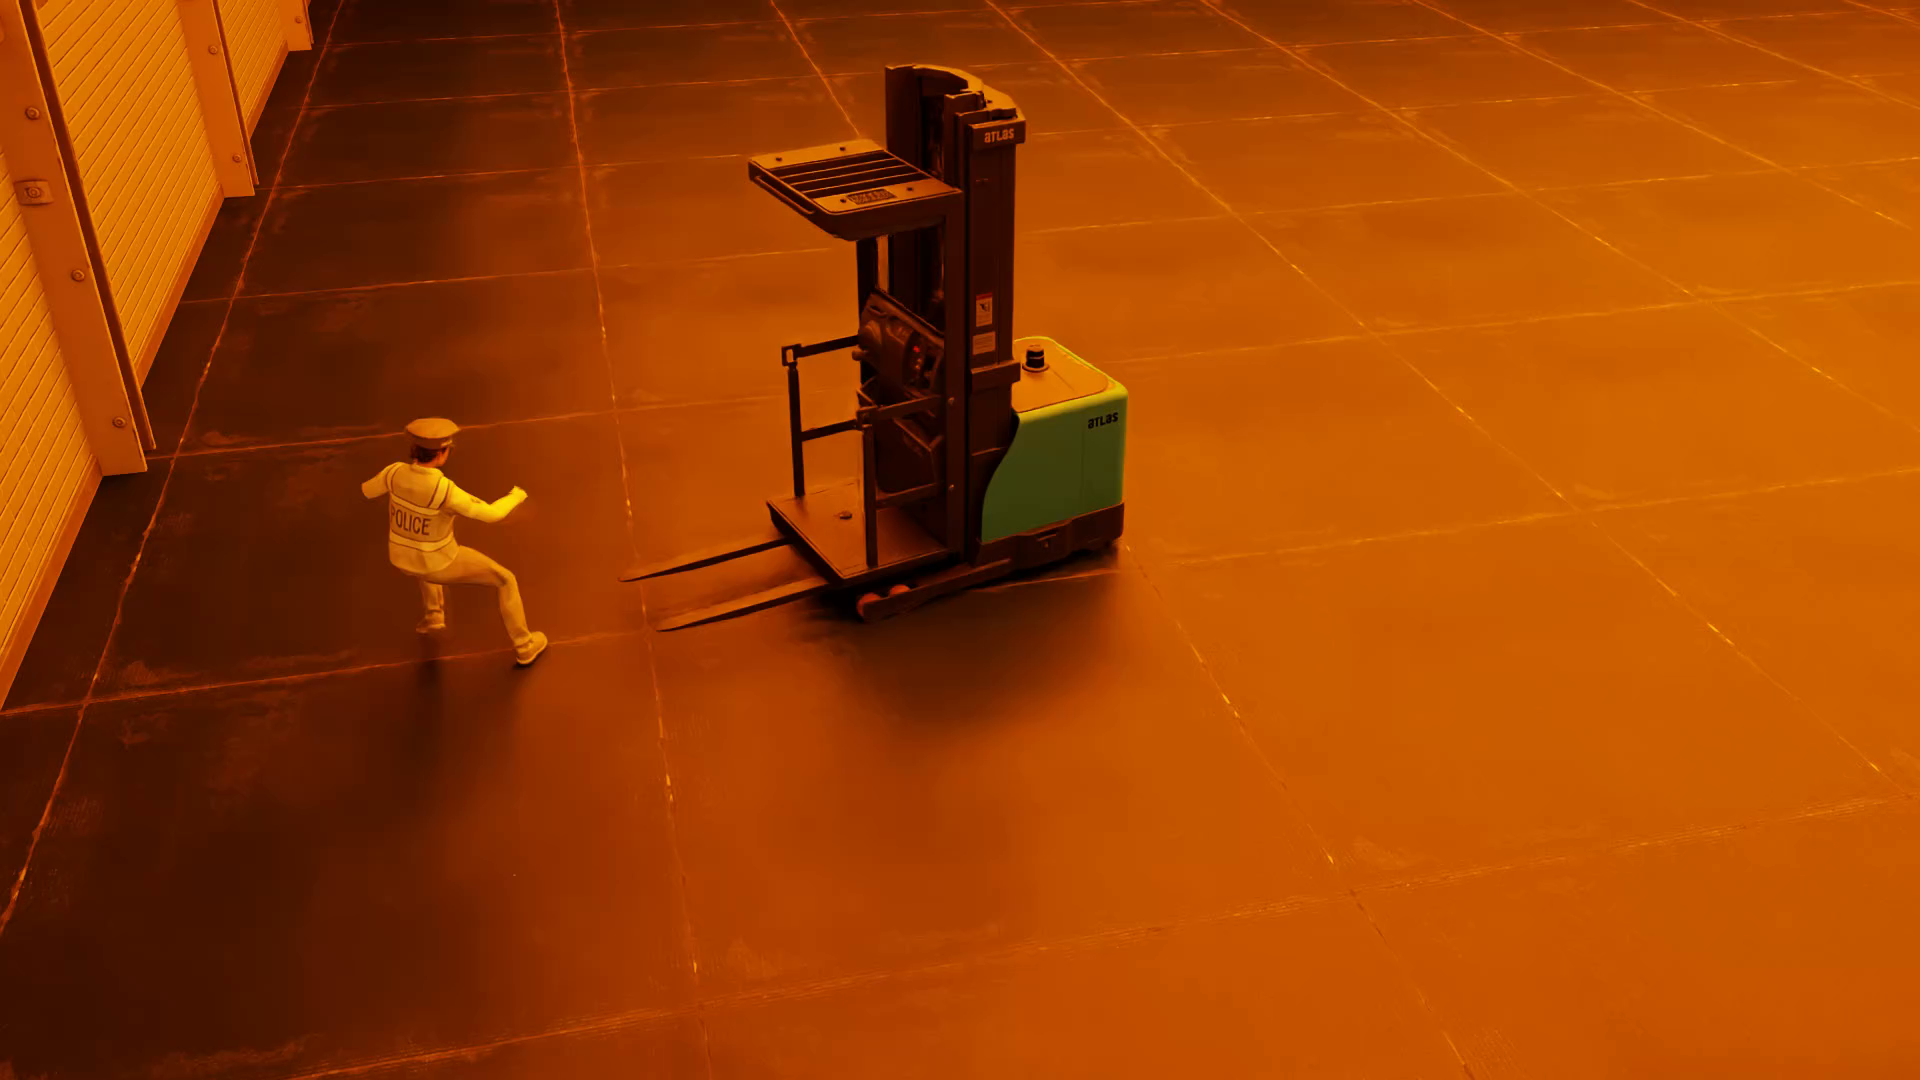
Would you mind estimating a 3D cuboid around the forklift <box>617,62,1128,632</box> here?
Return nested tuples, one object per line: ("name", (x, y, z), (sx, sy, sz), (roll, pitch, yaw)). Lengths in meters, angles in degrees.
("forklift", (-0.517, -1.091, 9.459), (3.031, 2.935, 1.130), (-16, 34, -25))

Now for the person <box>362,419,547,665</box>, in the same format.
("person", (-2.796, -0.041, 9.100), (0.894, 1.468, 0.696), (10, 31, 16))
